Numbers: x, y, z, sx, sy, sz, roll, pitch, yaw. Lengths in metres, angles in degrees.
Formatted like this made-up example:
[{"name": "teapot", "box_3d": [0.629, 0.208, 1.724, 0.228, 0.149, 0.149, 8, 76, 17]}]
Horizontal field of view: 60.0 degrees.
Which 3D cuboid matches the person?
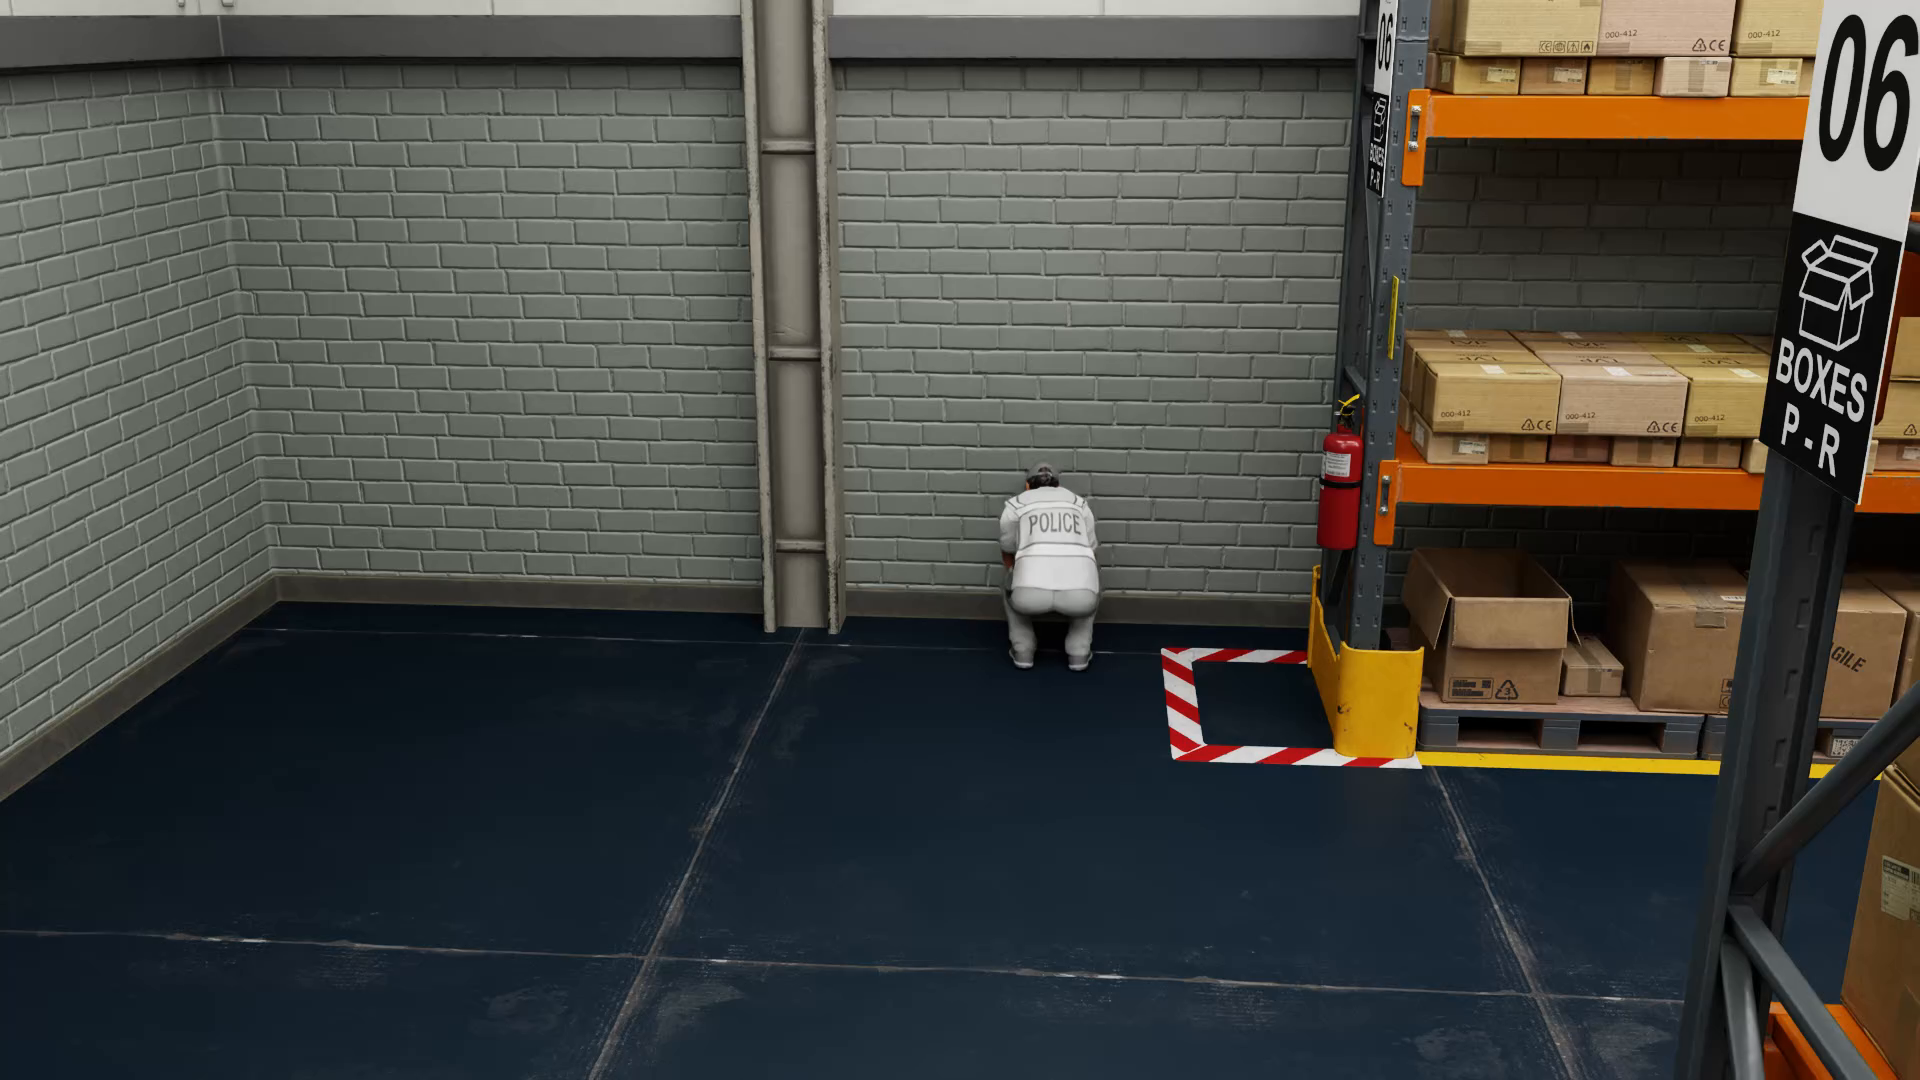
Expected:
[{"name": "person", "box_3d": [0.454, 0.137, 8.340, 0.525, 0.935, 0.857, 1, 18, 4]}]
